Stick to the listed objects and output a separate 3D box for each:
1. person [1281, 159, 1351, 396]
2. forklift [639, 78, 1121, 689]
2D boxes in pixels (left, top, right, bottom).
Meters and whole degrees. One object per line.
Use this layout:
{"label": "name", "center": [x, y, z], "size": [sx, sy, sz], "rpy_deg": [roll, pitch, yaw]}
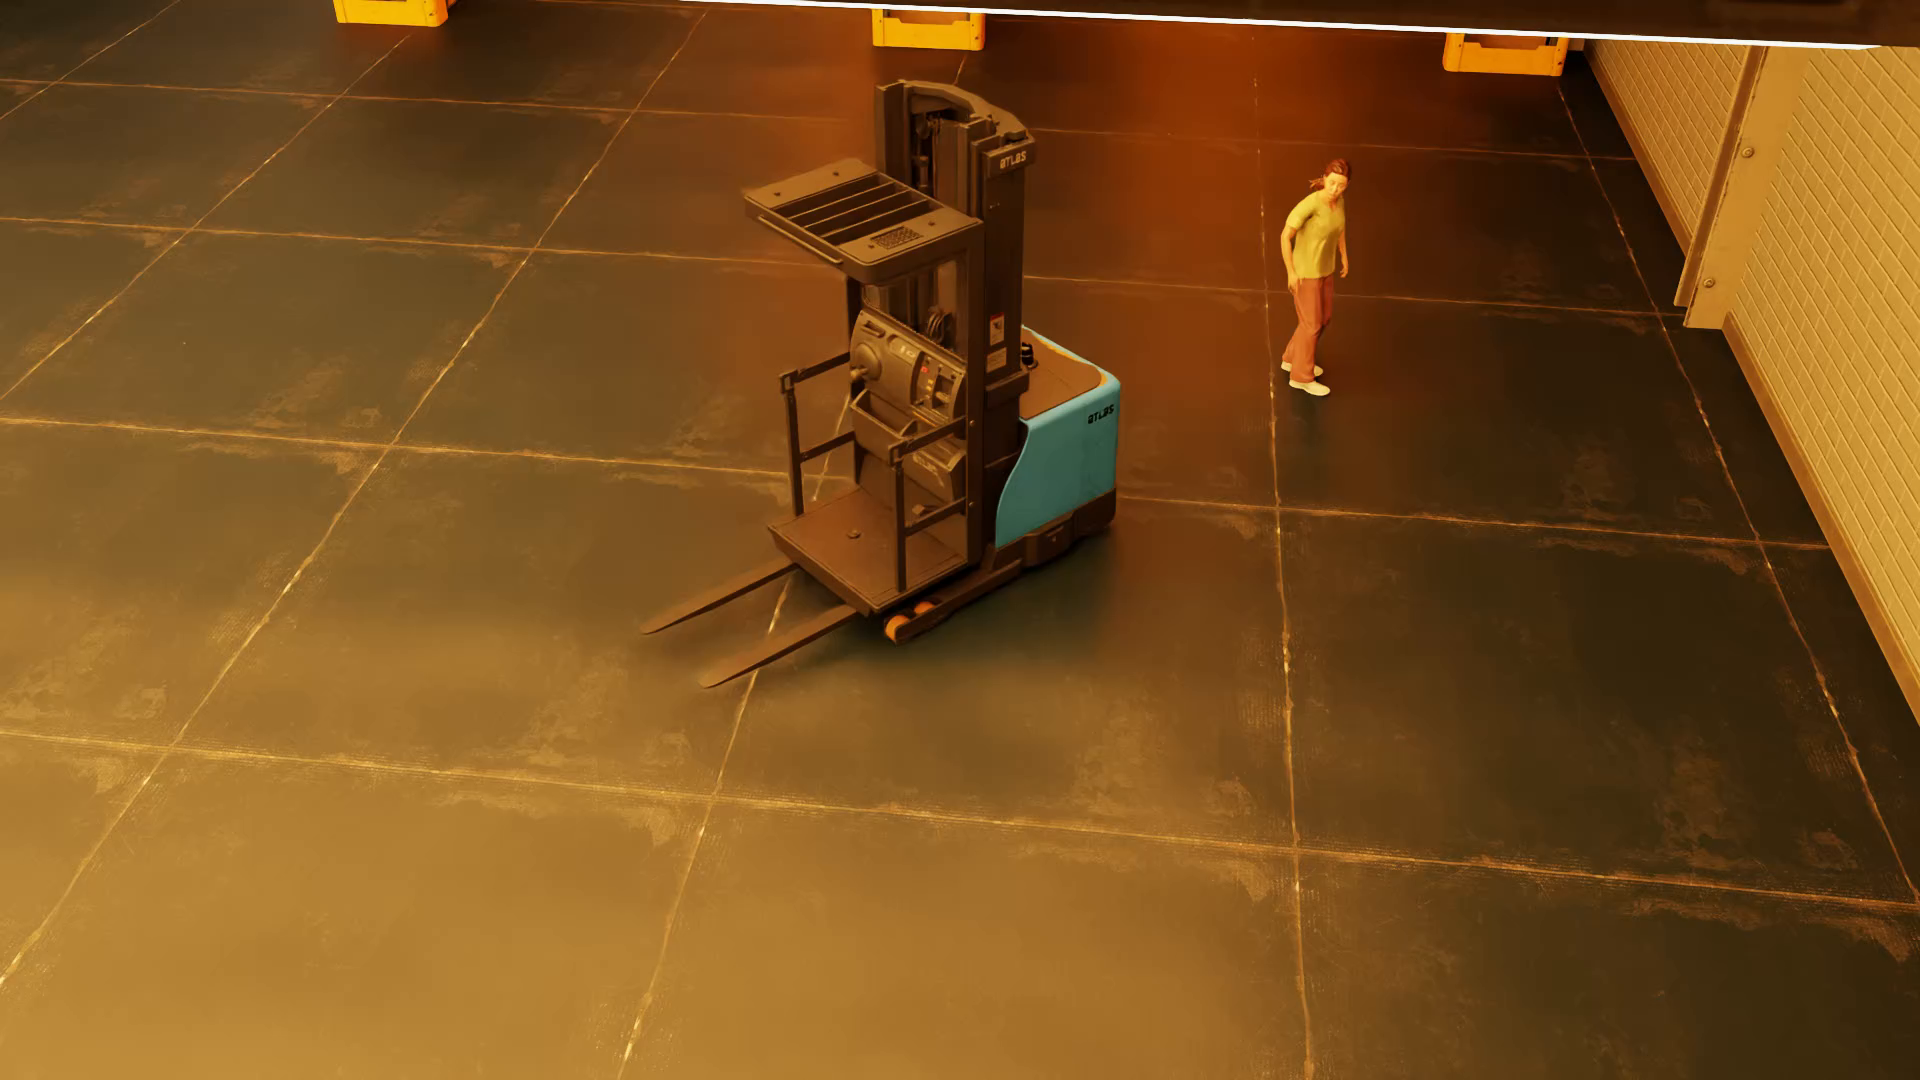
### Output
{"label": "person", "center": [2.536, -1.843, 11.605], "size": [0.494, 1.658, 0.660], "rpy_deg": [28, 45, 32]}
{"label": "forklift", "center": [-0.461, -0.930, 9.292], "size": [3.031, 2.935, 1.130], "rpy_deg": [-27, 44, -32]}
